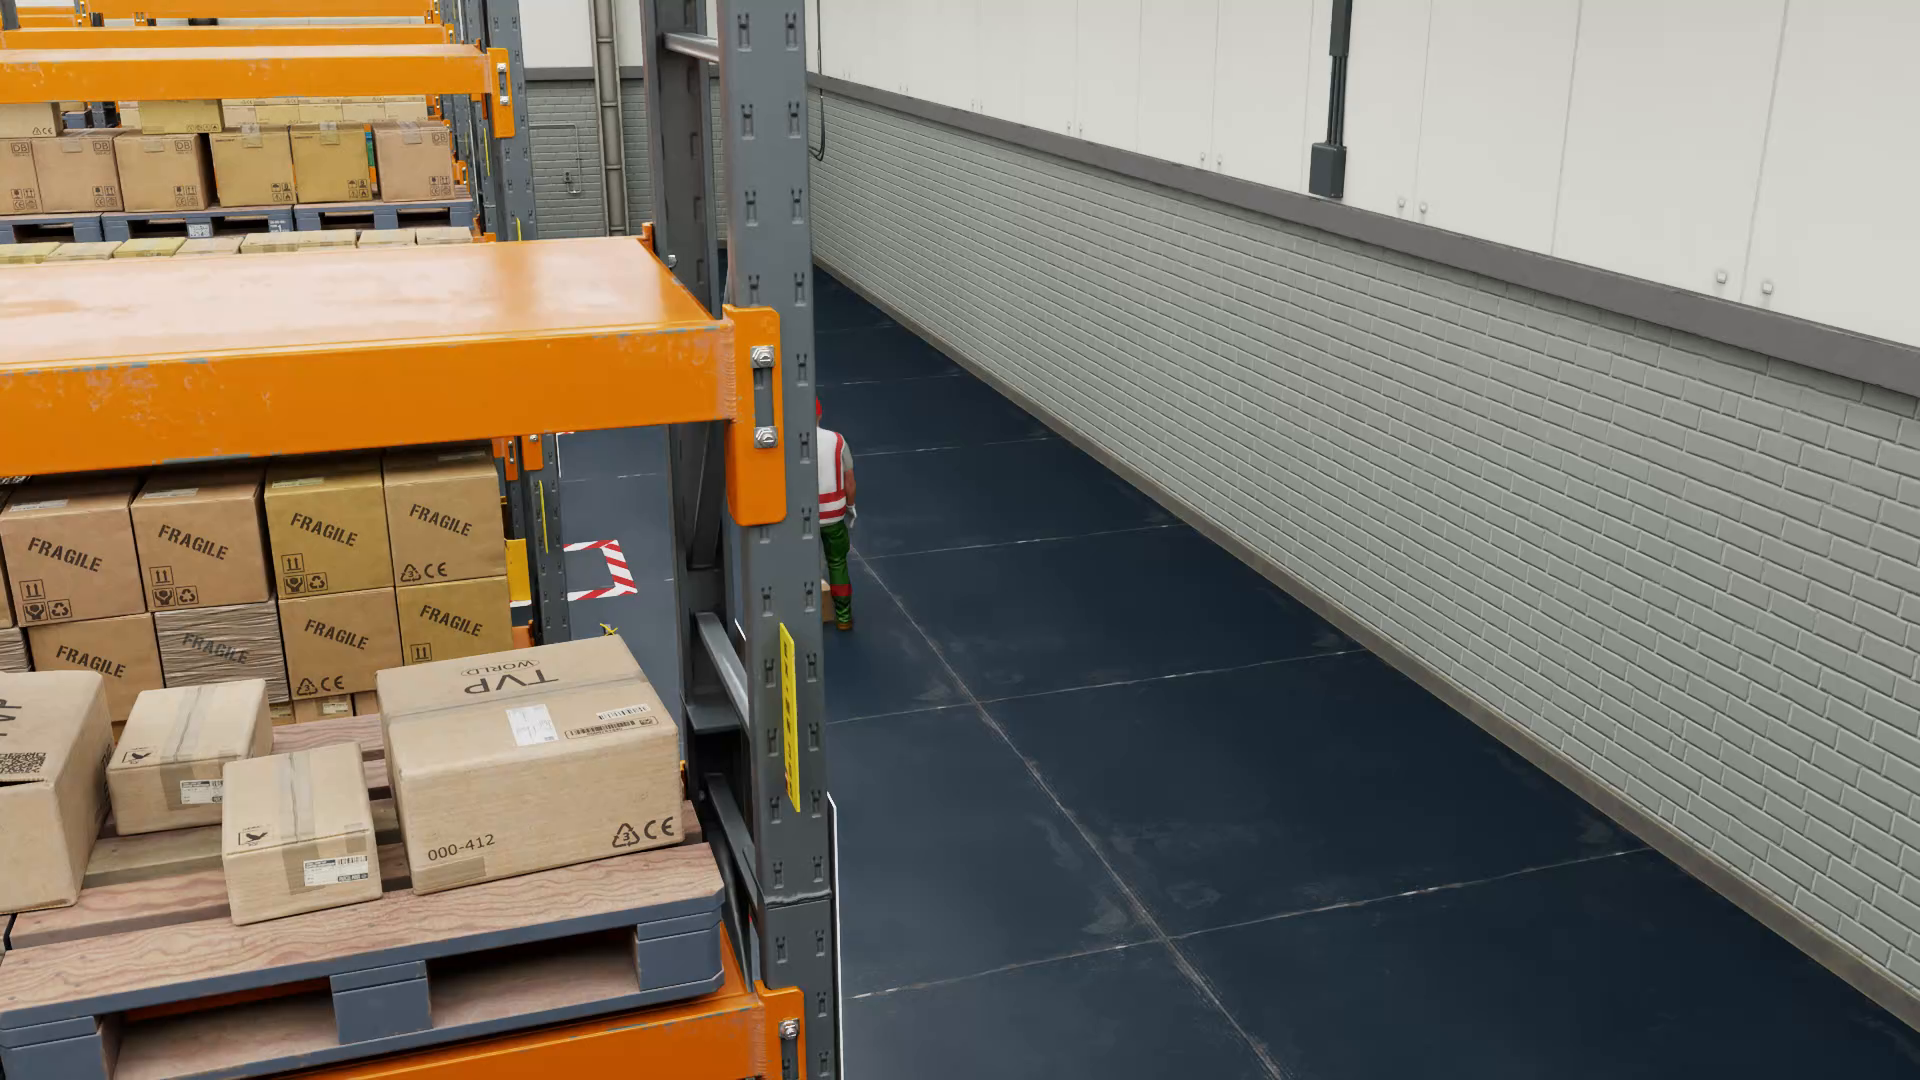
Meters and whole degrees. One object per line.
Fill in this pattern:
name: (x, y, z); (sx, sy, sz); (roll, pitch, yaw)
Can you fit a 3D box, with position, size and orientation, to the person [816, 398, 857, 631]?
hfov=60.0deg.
person: (-1.041, -0.184, 12.078); (0.610, 1.777, 0.452); (-7, 20, -20)
